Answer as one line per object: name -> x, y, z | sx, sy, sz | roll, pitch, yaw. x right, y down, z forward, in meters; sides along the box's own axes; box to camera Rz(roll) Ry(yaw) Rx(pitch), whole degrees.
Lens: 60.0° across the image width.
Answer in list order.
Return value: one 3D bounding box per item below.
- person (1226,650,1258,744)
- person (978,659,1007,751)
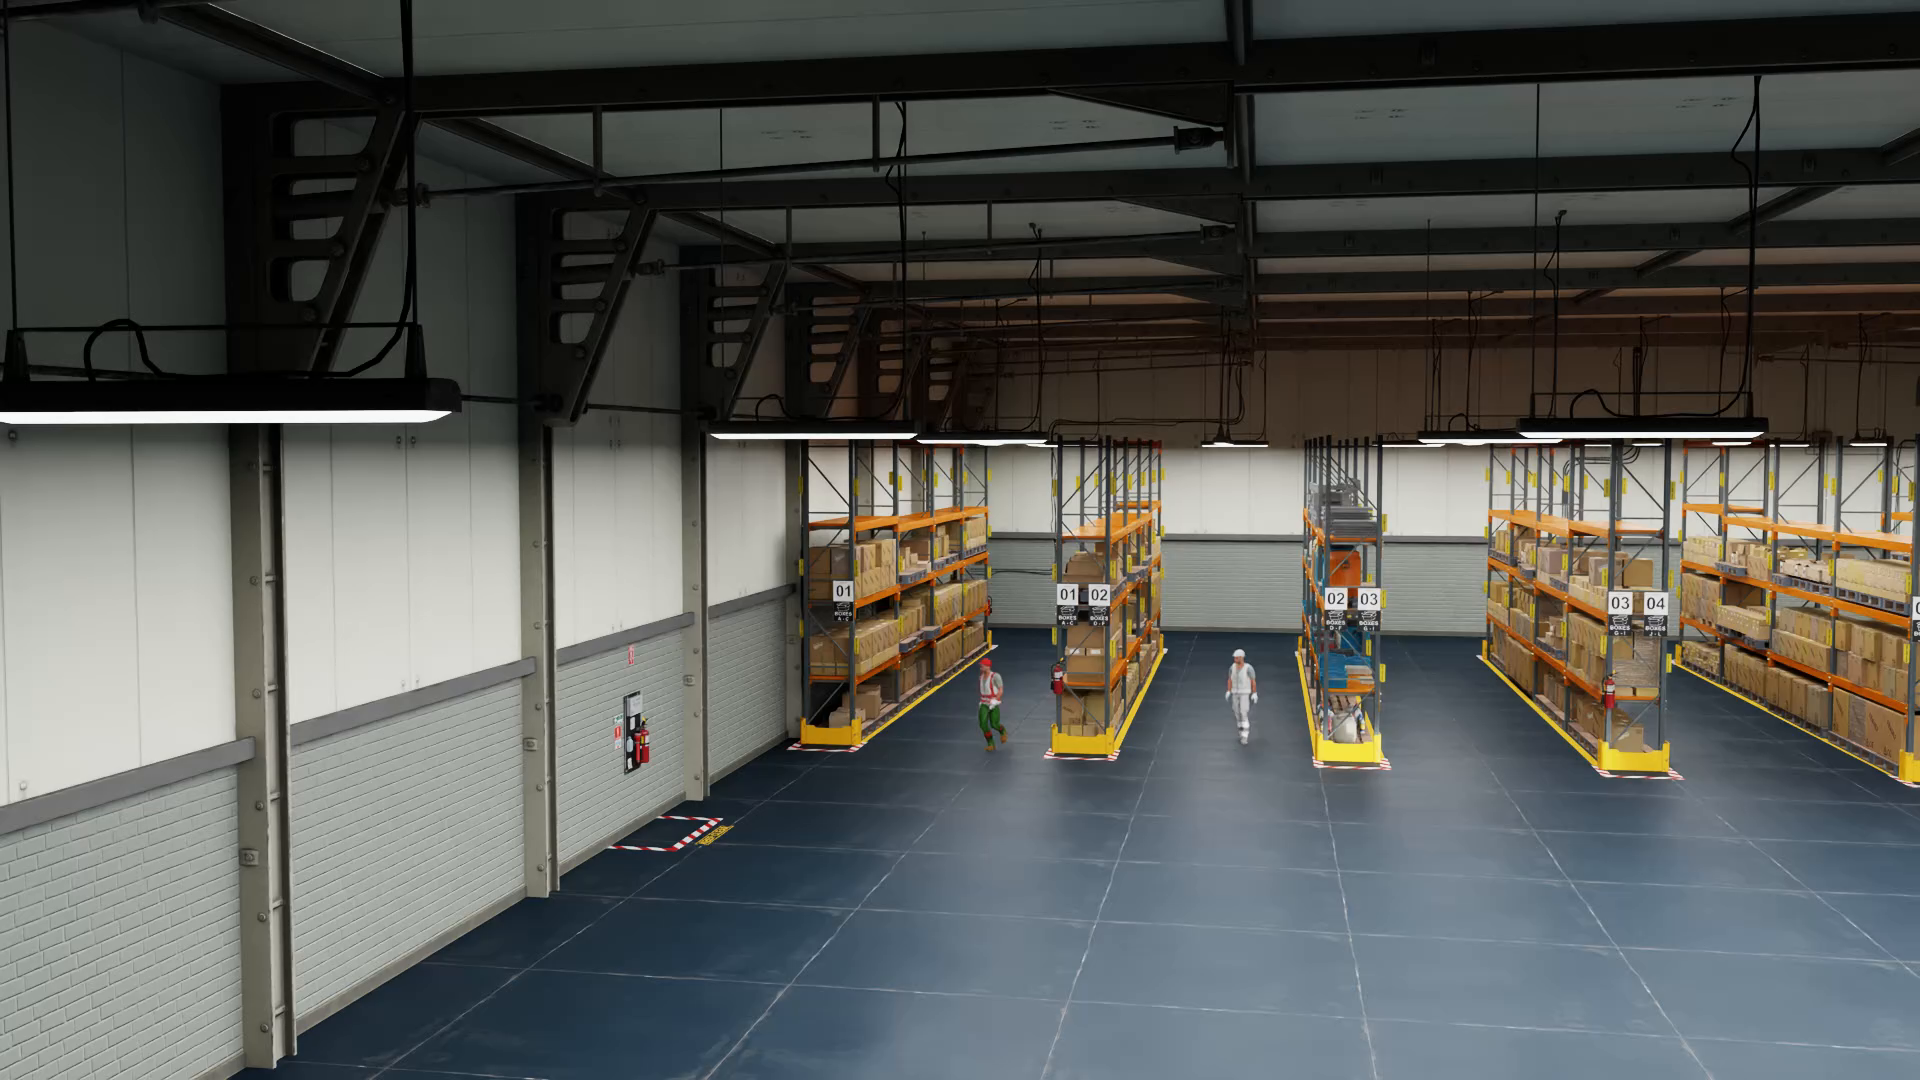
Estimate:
person -> 5.481, 3.060, 32.669 | 0.630, 1.785, 0.648 | 3, 4, 41
person -> 0.608, 3.129, 31.849 | 0.587, 1.741, 0.657 | 2, 4, 34
